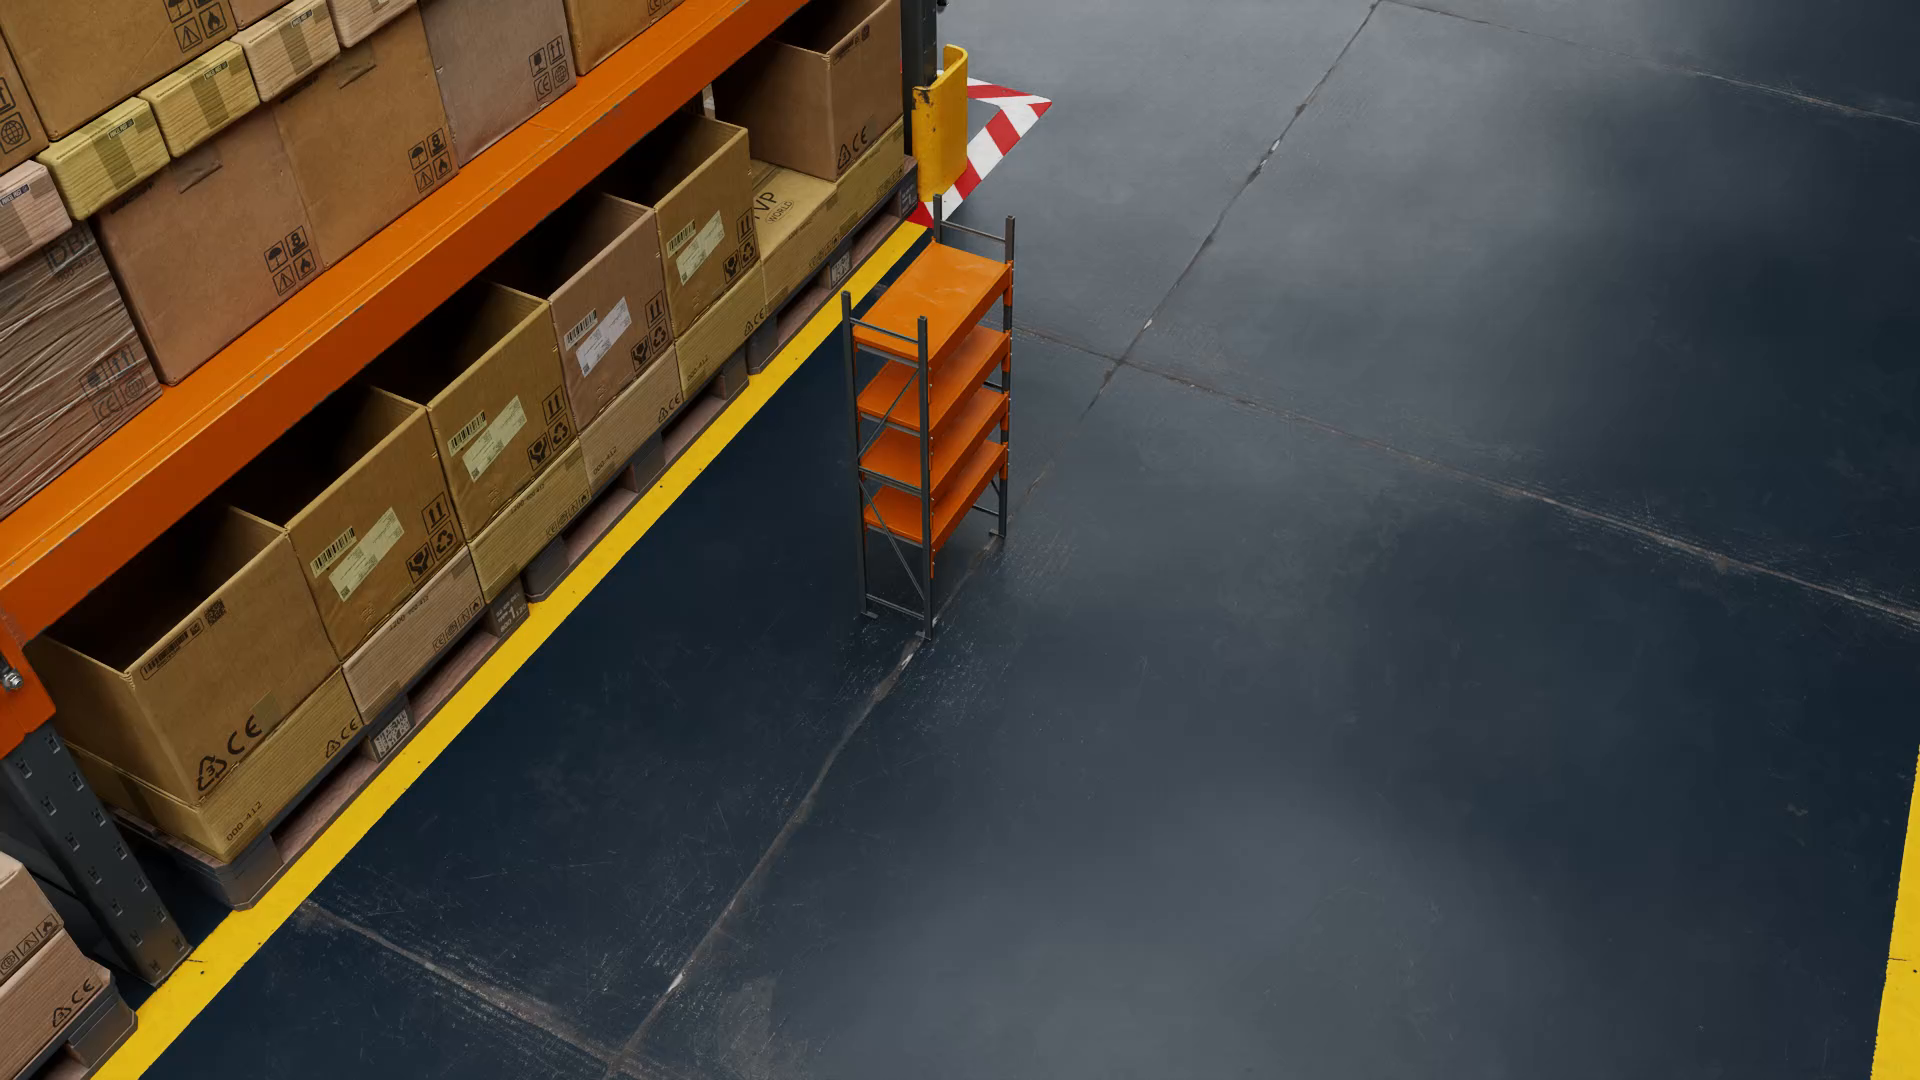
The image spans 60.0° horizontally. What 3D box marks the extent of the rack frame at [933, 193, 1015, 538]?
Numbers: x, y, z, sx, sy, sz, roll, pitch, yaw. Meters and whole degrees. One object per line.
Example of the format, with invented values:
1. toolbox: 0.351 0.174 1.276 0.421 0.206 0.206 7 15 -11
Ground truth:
1. rack frame: 0.036 -0.471 4.872 0.240 1.200 0.015 20 49 19

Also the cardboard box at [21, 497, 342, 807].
1. cardboard box: -1.922 0.228 4.026 0.500 0.500 0.500 20 49 19

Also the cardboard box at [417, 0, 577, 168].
1. cardboard box: -1.502 -1.427 4.481 0.700 0.500 0.500 22 49 20

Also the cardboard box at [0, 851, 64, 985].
1. cardboard box: -2.348 0.833 3.561 0.500 0.311 0.500 20 49 19

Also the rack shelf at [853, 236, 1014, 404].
1. rack shelf: -0.077 -0.594 4.441 0.258 0.148 0.480 20 49 19

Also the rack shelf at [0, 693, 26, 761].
1. rack shelf: -3.343 1.374 2.288 1.077 0.370 4.000 20 49 19

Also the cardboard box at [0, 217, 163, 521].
1. cardboard box: -2.214 -0.455 3.521 0.700 0.500 0.500 19 48 18

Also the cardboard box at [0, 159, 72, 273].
1. cardboard box: -2.002 -0.665 3.272 0.380 0.149 0.250 21 49 20

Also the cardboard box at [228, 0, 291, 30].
1. cardboard box: -1.747 -1.545 3.686 0.700 0.500 0.500 20 49 19

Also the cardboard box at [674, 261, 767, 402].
1. cardboard box: -0.997 -0.769 5.539 0.500 0.250 0.500 20 49 19

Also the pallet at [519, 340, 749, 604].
1. pallet: -1.443 -0.417 5.513 1.003 0.211 1.213 20 49 19

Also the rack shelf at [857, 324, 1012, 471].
1. rack shelf: -0.077 -0.427 4.609 0.258 0.148 0.480 20 49 19

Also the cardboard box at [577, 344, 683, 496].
1. cardboard box: -1.230 -0.455 5.229 0.500 0.250 0.500 20 49 19

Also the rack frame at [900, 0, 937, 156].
1. rack frame: -0.557 -2.658 5.768 1.000 3.000 0.127 20 49 19

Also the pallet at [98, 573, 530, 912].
1. pallet: -2.008 0.355 4.751 1.003 0.211 1.213 20 49 19

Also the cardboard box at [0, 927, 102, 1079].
1. cardboard box: -2.350 1.037 3.754 0.500 0.250 0.500 20 49 19

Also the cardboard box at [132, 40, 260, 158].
1. cardboard box: -1.763 -0.994 3.597 0.380 0.149 0.250 20 49 19

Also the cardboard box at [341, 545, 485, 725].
1. cardboard box: -1.694 0.175 4.606 0.500 0.250 0.500 20 49 19

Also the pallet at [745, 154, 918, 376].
1. pallet: -0.875 -1.183 6.270 1.003 0.211 1.213 20 49 19

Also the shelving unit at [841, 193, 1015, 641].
1. shelving unit: -0.077 -0.317 4.720 0.258 1.200 0.503 20 49 19

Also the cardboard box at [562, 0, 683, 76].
1. cardboard box: -1.261 -1.760 4.810 0.700 0.500 0.500 21 49 19

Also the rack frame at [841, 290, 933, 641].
1. rack frame: -0.190 -0.164 4.568 0.240 1.200 0.015 20 49 19

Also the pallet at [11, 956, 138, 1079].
1. pallet: -2.722 1.319 3.798 1.003 0.211 1.213 20 49 19

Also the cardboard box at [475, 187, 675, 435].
1. cardboard box: -1.227 -0.718 4.961 0.500 0.500 0.500 20 49 19

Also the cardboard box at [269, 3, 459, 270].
1. cardboard box: -1.738 -1.104 4.162 0.700 0.500 0.500 21 49 20

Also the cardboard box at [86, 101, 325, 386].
1. cardboard box: -1.975 -0.790 3.851 0.700 0.500 0.500 20 49 19

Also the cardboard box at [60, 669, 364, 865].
1. cardboard box: -1.930 0.488 4.296 0.500 0.250 0.500 20 49 19

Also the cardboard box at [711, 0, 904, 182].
1. cardboard box: -0.543 -1.667 5.899 0.500 0.500 0.500 20 49 19

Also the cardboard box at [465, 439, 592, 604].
1. cardboard box: -1.457 -0.138 4.915 0.500 0.250 0.500 20 49 19

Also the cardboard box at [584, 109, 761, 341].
1. cardboard box: -0.994 -1.032 5.272 0.500 0.500 0.500 20 49 19

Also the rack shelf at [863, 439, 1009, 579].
1. rack shelf: -0.077 -0.131 4.909 0.258 0.148 0.480 20 49 19

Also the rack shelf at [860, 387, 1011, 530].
1. rack shelf: -0.077 -0.270 4.768 0.258 0.148 0.480 20 49 19

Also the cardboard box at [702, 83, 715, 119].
1. cardboard box: -1.003 -1.575 6.336 0.500 0.250 0.500 20 49 19

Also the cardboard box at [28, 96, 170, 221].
1. cardboard box: -1.883 -0.828 3.433 0.380 0.149 0.250 19 48 18

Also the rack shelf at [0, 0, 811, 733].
1. rack shelf: -1.486 -1.145 4.779 1.077 0.370 4.000 20 49 19

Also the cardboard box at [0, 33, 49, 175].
1. cardboard box: -2.214 -0.911 3.059 0.700 0.500 0.500 21 49 19

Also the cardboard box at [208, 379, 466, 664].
1. cardboard box: -1.696 -0.089 4.340 0.500 0.500 0.500 20 49 19

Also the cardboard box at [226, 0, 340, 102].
1. cardboard box: -1.645 -1.151 3.752 0.380 0.149 0.250 19 48 18

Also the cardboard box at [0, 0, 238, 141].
1. cardboard box: -1.980 -1.230 3.374 0.700 0.500 0.500 20 49 19

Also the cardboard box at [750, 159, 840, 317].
1. cardboard box: -0.766 -1.085 5.851 0.500 0.250 0.500 20 49 19

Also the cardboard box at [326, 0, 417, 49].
1. cardboard box: -1.523 -1.320 3.919 0.380 0.149 0.250 19 48 18

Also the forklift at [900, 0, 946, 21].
1. forklift: -1.636 -3.332 6.483 3.031 2.935 1.130 -14 47 -14

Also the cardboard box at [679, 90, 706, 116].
1. cardboard box: -1.234 -1.523 5.757 0.500 0.500 0.500 20 49 19

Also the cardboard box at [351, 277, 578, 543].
1. cardboard box: -1.457 -0.402 4.649 0.500 0.500 0.500 20 49 19

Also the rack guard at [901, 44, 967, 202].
1. rack guard: -0.546 -1.795 6.672 1.175 0.500 0.348 20 49 19

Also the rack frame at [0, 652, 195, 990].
1. rack frame: -2.414 -0.138 3.278 1.000 3.000 0.127 20 49 19

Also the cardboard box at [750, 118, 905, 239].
1. cardboard box: -0.545 -1.404 6.167 0.500 0.250 0.500 20 49 19
